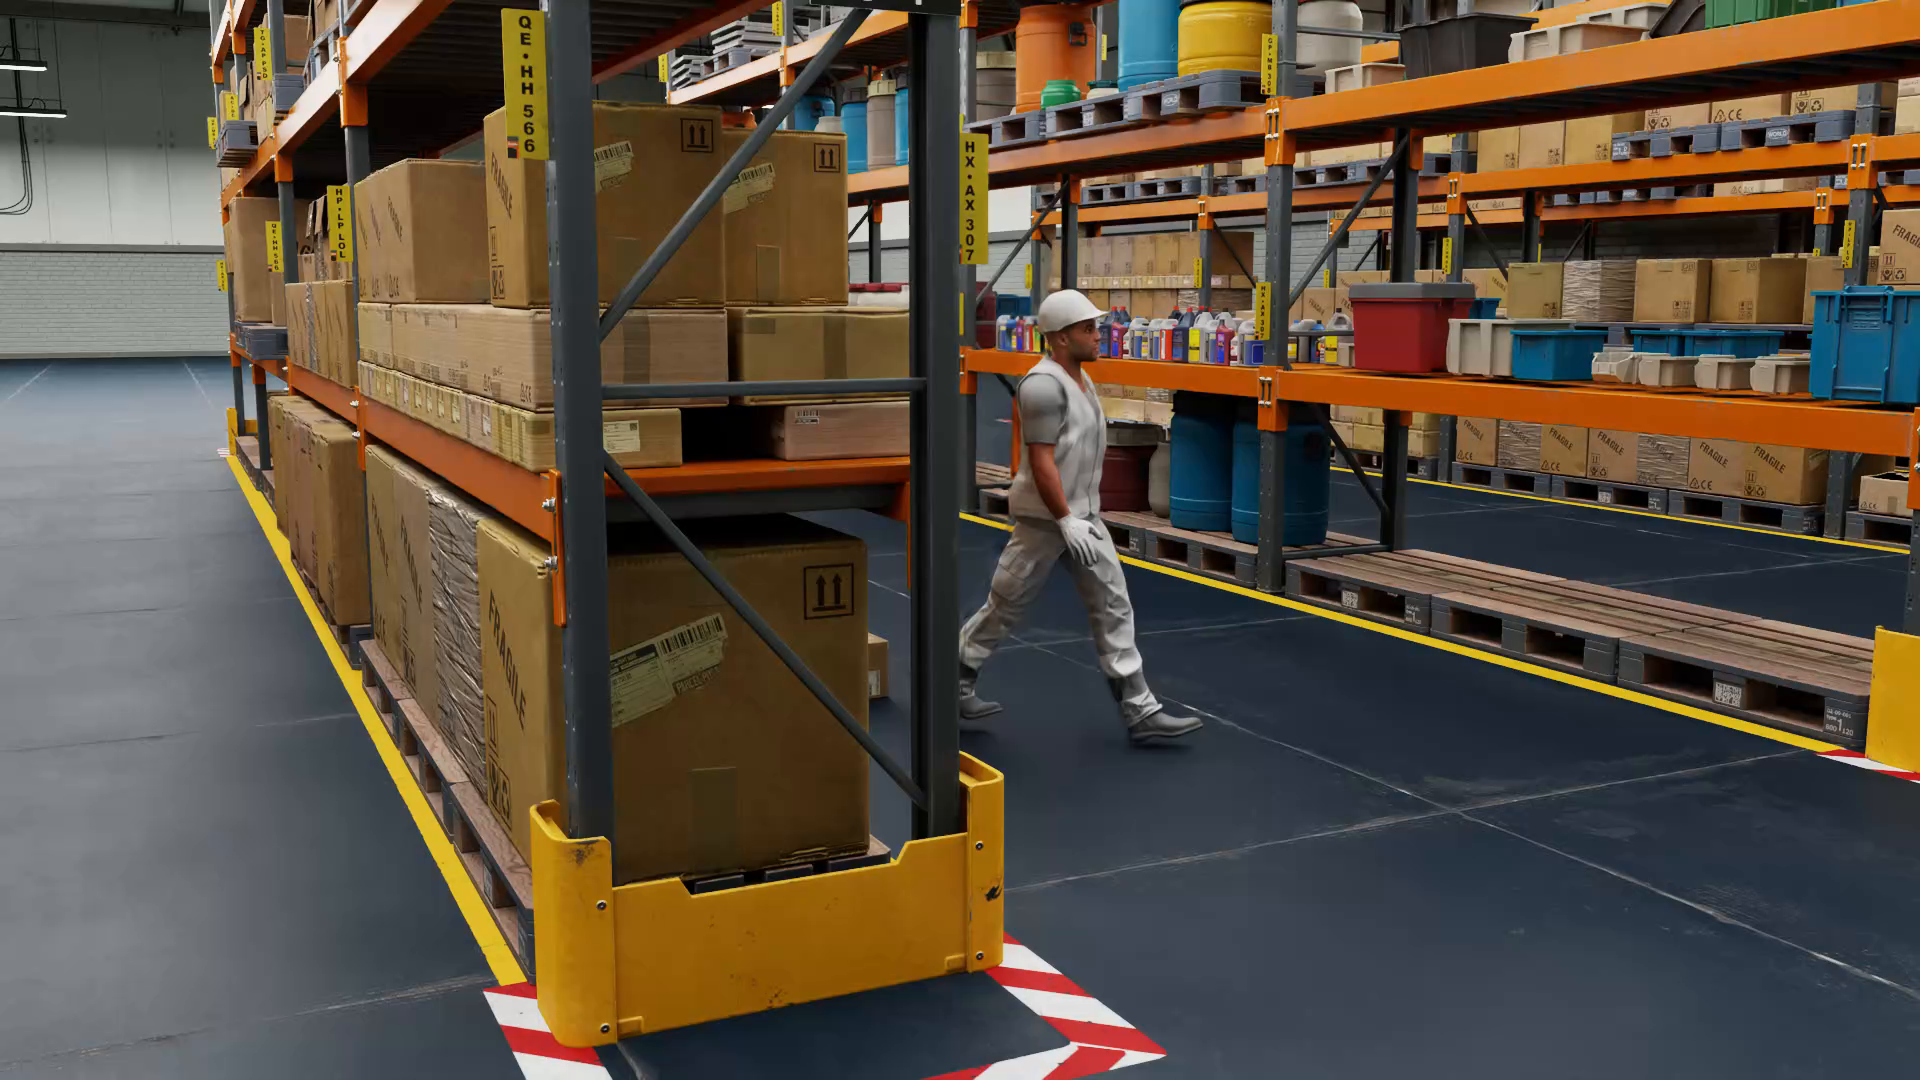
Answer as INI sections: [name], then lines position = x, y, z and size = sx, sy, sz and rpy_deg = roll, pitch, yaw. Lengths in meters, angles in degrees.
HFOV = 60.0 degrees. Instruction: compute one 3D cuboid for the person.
[person]
position = 0.400, -0.085, 6.404
size = 1.087, 1.737, 0.520
rpy_deg = 5, 10, 29
